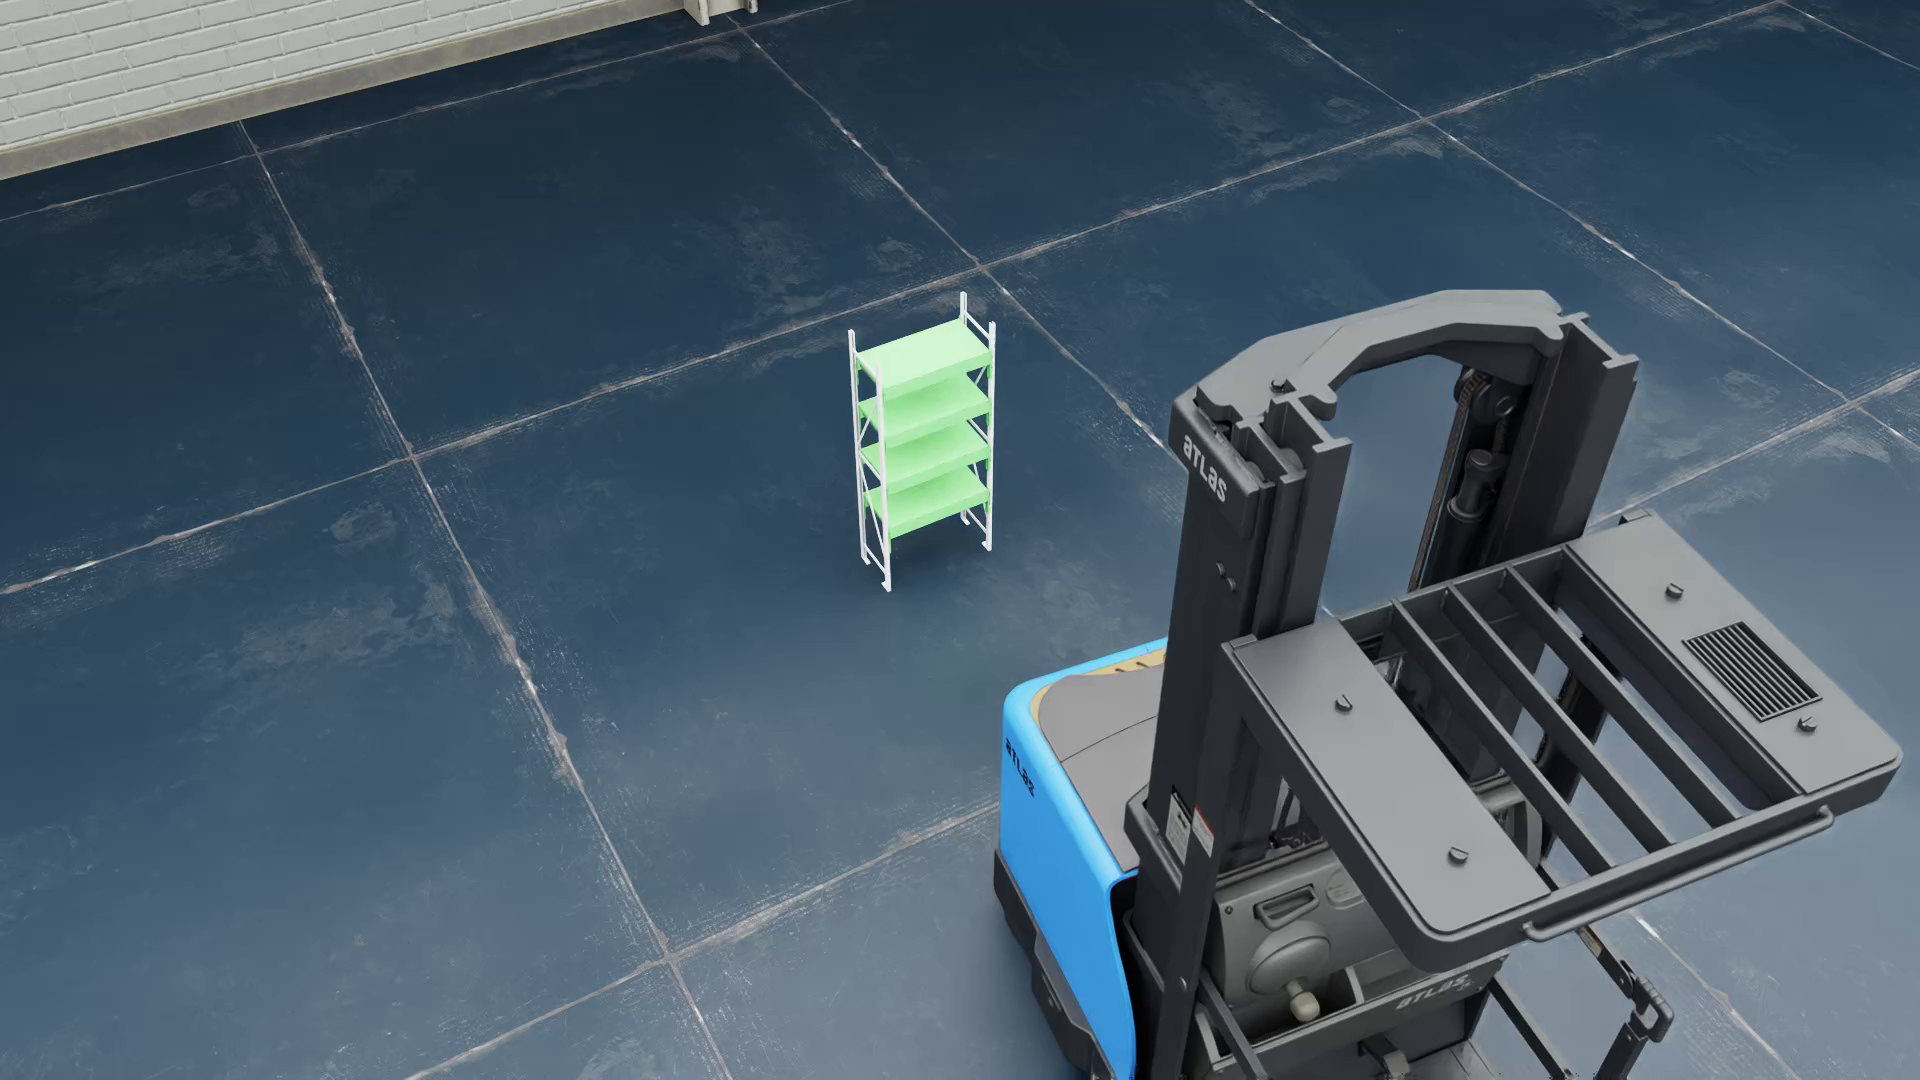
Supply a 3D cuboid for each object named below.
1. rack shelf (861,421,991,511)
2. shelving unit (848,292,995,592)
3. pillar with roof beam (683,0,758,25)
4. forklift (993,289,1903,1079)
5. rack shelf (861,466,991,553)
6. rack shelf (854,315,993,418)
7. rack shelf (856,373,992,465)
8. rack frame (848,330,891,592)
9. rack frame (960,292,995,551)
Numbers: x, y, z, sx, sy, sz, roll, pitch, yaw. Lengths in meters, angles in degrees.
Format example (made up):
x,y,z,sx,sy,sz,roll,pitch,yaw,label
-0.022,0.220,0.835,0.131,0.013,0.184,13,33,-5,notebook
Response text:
x,y,z,sx,sy,sz,roll,pitch,yaw,label
-0.144,-0.327,6.747,0.480,0.148,0.258,-22,48,-21,rack shelf
-0.144,-0.373,6.702,0.503,1.200,0.258,-22,48,-21,shelving unit
0.601,-4.051,4.892,0.400,9.000,9.100,-22,48,-21,pillar with roof beam
1.147,1.002,4.043,1.130,2.935,3.031,-16,46,-16,forklift
-0.144,-0.155,6.914,0.480,0.148,0.258,-22,48,-21,rack shelf
-0.144,-0.672,6.413,0.480,0.148,0.258,-22,48,-21,rack shelf
-0.144,-0.500,6.580,0.480,0.148,0.258,-22,48,-21,rack shelf
-0.355,-0.288,6.615,0.015,1.200,0.240,-22,48,-21,rack frame
0.068,-0.458,6.790,0.015,1.200,0.240,-22,48,-21,rack frame
